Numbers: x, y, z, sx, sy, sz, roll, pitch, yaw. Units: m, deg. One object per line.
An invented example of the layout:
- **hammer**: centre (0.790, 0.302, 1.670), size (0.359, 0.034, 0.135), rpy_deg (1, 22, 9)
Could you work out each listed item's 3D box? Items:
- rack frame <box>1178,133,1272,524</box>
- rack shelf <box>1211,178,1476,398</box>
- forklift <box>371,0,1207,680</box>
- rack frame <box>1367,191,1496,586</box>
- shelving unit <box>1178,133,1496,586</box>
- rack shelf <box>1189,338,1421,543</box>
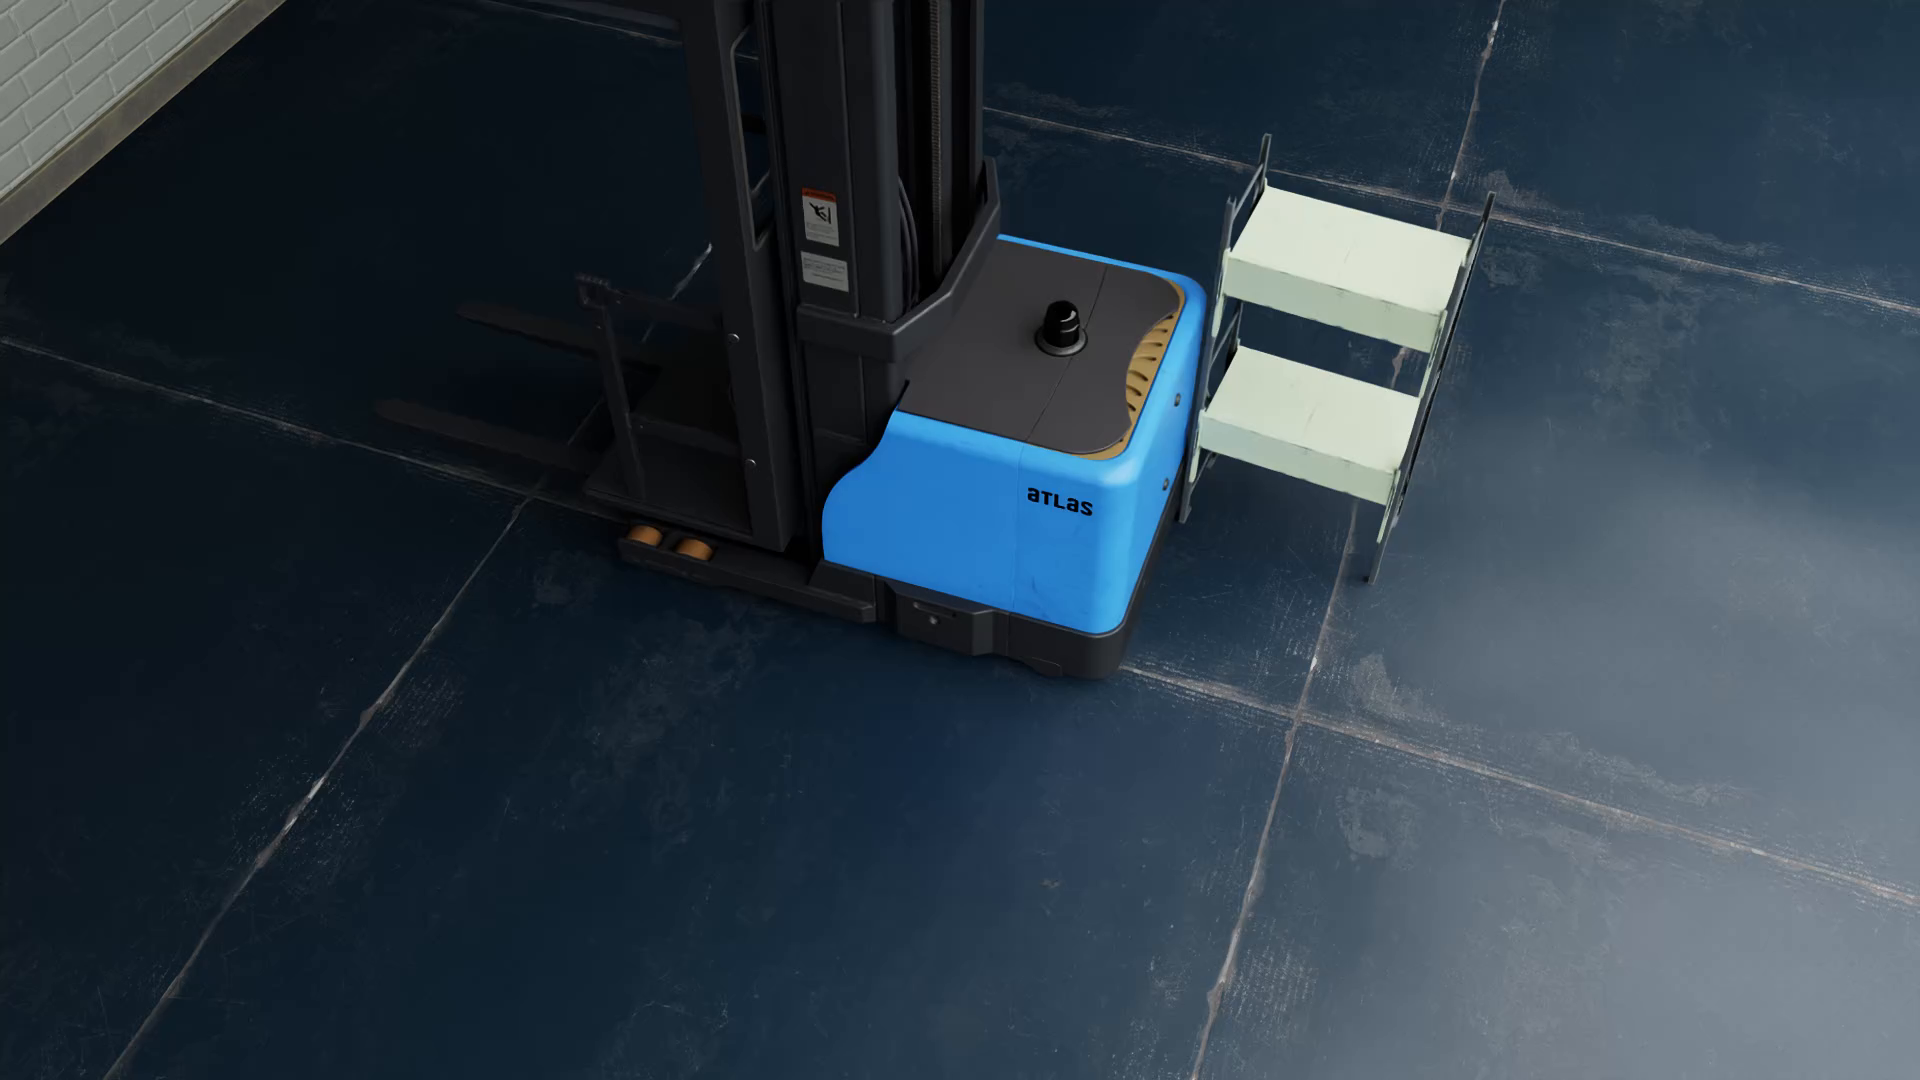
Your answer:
- **rack frame**: centre (0.922, -0.692, 5.857), size (0.023, 1.500, 0.400), rpy_deg (19, 52, 16)
- **rack shelf**: centre (1.255, -0.833, 5.463), size (0.720, 0.370, 0.431), rpy_deg (19, 52, 16)
- **forklift**: centre (-0.727, -1.166, 5.321), size (3.031, 2.935, 1.130), rpy_deg (15, 51, 13)
- **rack frame**: centre (1.588, -0.463, 5.659), size (0.023, 1.500, 0.400), rpy_deg (19, 52, 16)
- **shelving unit**: centre (1.255, -0.577, 5.758), size (0.755, 1.500, 0.431), rpy_deg (19, 52, 16)
- **rack shelf**: centre (1.255, -0.364, 6.004), size (0.720, 0.370, 0.431), rpy_deg (19, 52, 16)
